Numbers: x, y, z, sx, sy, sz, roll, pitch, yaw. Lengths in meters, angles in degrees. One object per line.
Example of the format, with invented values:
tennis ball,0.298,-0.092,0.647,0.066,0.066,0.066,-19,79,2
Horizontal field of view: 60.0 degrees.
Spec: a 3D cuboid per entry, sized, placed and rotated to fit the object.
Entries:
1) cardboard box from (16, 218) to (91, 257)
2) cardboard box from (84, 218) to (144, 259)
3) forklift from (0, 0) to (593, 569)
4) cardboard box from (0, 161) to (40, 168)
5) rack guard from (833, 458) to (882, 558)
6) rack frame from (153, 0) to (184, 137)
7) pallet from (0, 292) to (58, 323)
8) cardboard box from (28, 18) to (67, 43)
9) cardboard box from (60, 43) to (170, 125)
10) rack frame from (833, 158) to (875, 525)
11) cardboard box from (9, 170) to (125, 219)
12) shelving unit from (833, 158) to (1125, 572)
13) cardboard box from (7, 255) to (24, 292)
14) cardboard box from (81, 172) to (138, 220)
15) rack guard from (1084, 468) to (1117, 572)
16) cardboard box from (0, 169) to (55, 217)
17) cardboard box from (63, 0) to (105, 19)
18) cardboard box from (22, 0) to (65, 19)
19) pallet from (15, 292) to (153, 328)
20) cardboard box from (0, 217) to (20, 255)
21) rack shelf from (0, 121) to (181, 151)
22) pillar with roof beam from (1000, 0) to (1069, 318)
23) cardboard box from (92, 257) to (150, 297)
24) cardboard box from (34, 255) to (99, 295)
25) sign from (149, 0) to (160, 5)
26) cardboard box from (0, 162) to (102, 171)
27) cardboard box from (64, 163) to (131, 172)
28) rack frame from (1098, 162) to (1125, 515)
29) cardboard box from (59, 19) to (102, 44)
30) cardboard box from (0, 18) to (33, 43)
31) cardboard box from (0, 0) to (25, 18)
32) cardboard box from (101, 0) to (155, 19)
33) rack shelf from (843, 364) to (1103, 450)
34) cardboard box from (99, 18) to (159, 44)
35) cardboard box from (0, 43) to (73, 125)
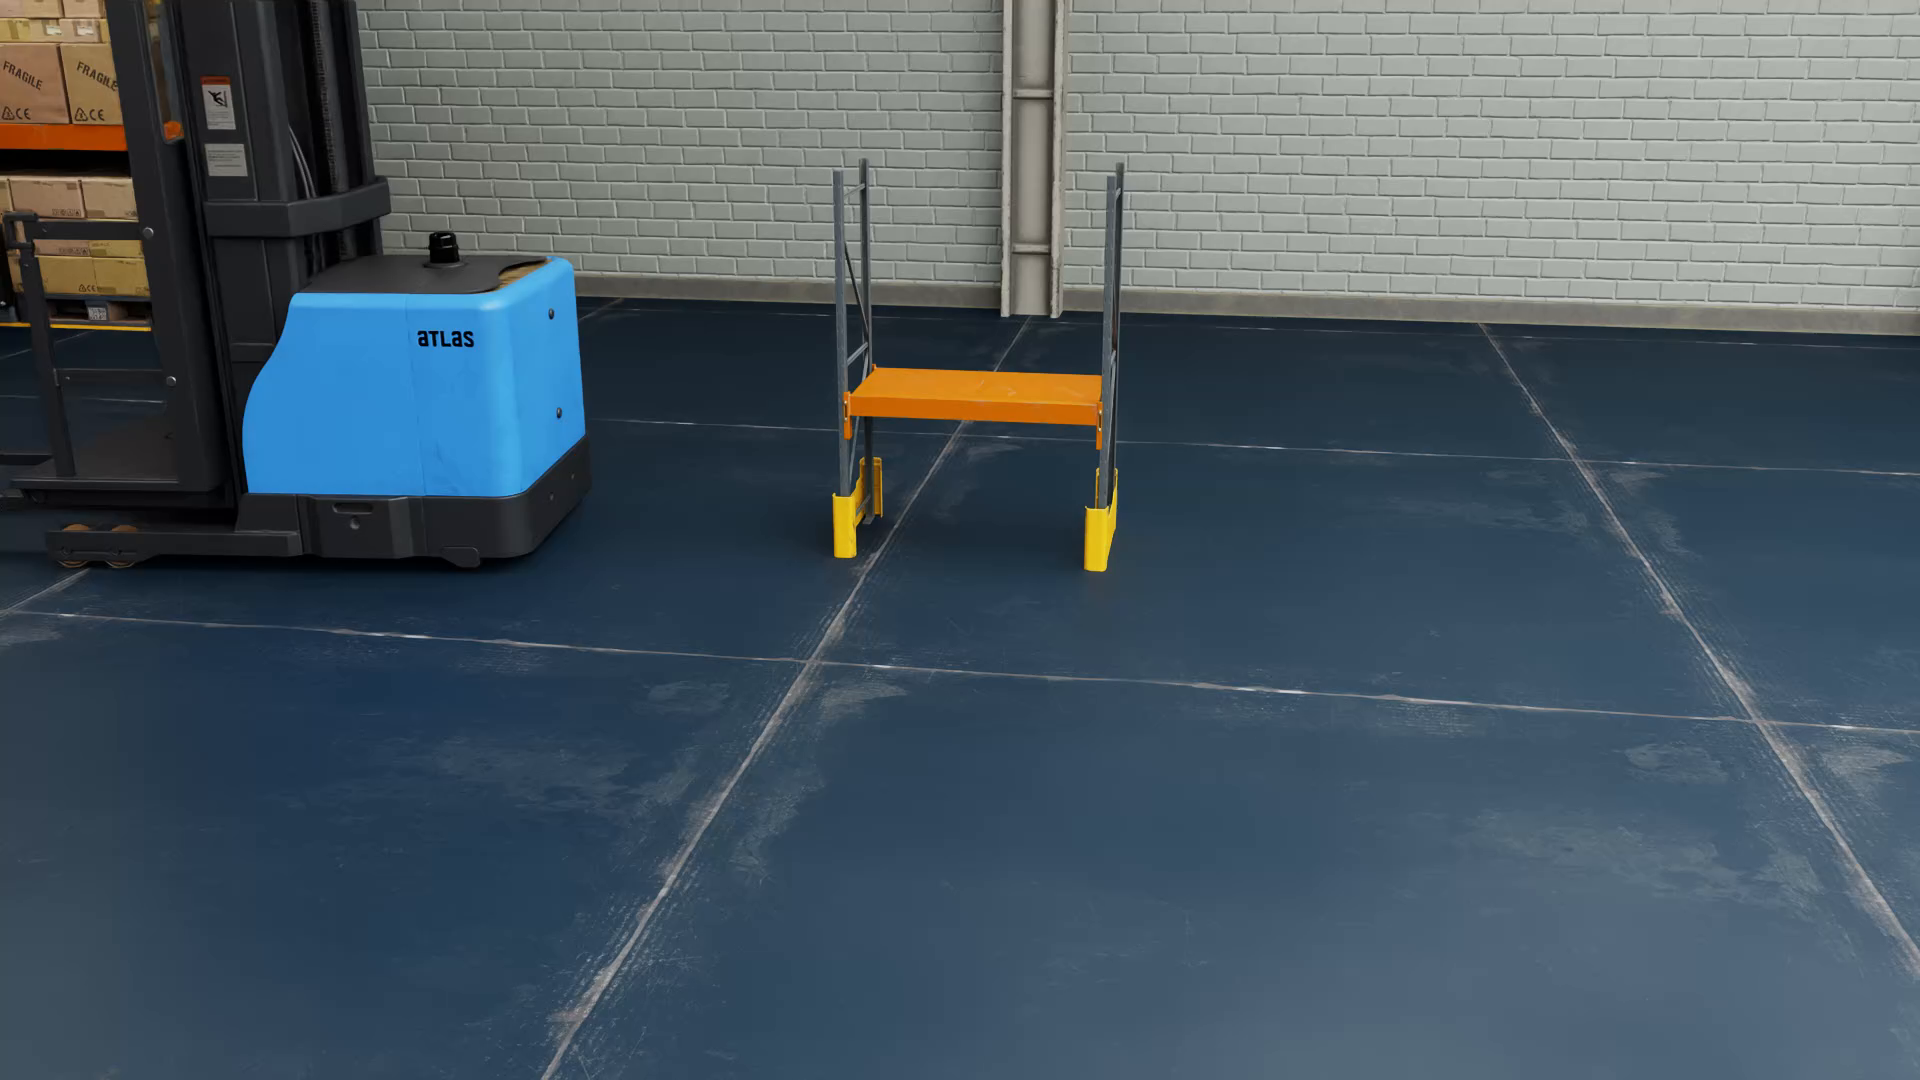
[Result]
cardboard box,-5.906,-2.064,11.128,0.500,0.250,0.500,3,19,8
cardboard box,-5.412,-2.035,11.042,0.500,0.250,0.500,3,19,8
forklift,-3.143,-1.444,6.500,3.031,2.935,1.130,1,19,3
cardboard box,-6.817,-2.510,11.673,0.500,0.250,0.500,3,19,8
rack guard,-0.416,-0.140,6.827,0.087,0.250,0.587,3,19,9
rack frame,-4.882,-2.976,10.971,0.127,3.000,1.000,3,19,9
pallet,-6.845,-1.742,11.675,1.213,0.211,1.003,3,19,9
cardboard box,-5.772,-3.297,10.749,0.250,0.149,0.380,3,19,10
cardboard box,-5.410,-2.966,10.784,0.500,0.500,0.500,3,19,7
rack frame,-0.418,-0.733,6.629,0.032,1.500,0.500,3,19,9
cardboard box,-5.891,-2.295,11.031,0.500,0.250,0.500,3,19,10
shelving unit,0.075,-0.707,6.554,1.083,1.500,0.587,3,19,9
cardboard box,-6.378,-1.852,11.283,0.500,0.250,0.500,3,19,9
cardboard box,-5.386,-2.271,10.960,0.500,0.250,0.500,4,19,10
rack guard,0.567,-0.090,6.677,0.087,0.250,0.587,3,19,9
cardboard box,-6.391,-2.317,11.098,0.500,0.250,0.500,3,19,9
cardboard box,-5.518,-3.427,10.670,0.250,0.149,0.380,3,19,9
cardboard box,-5.780,-3.432,10.684,0.250,0.149,0.380,3,19,10
pallet,-5.644,-1.679,11.490,1.213,0.211,1.003,3,19,9
cardboard box,-6.419,-2.083,11.186,0.500,0.250,0.500,2,19,7
rack shelf,-6.857,-2.736,11.386,4.000,0.370,1.077,3,19,9
pillar with roof beam,-0.185,-4.488,6.035,0.400,9.000,9.100,3,19,9
cardboard box,-5.396,-1.796,11.116,0.500,0.250,0.500,3,19,9
cardboard box,-5.886,-1.824,11.200,0.500,0.250,0.500,3,19,9
sign,-4.982,-3.469,10.244,0.005,0.325,0.100,3,19,9
cardboard box,-6.313,-2.482,11.589,0.500,0.250,0.500,3,19,8
cardboard box,-5.820,-2.453,11.504,0.500,0.250,0.500,3,19,9
rack frame,0.586,-0.681,6.476,0.032,1.500,0.500,3,19,9
cardboard box,-5.526,-3.265,10.653,0.250,0.149,0.380,3,19,10
cardboard box,-6.015,-3.313,10.797,0.250,0.149,0.380,3,19,8
cardboard box,-6.014,-3.468,10.791,0.250,0.149,0.380,3,19,9
cardboard box,-5.269,-3.425,10.662,0.250,0.149,0.380,3,19,9
rack shelf,0.084,-0.536,6.609,1.000,0.185,0.538,3,19,9
cardboard box,-5.269,-3.261,10.642,0.250,0.149,0.380,3,19,9
cardboard box,-5.920,-2.995,10.870,0.500,0.500,0.500,4,19,10
